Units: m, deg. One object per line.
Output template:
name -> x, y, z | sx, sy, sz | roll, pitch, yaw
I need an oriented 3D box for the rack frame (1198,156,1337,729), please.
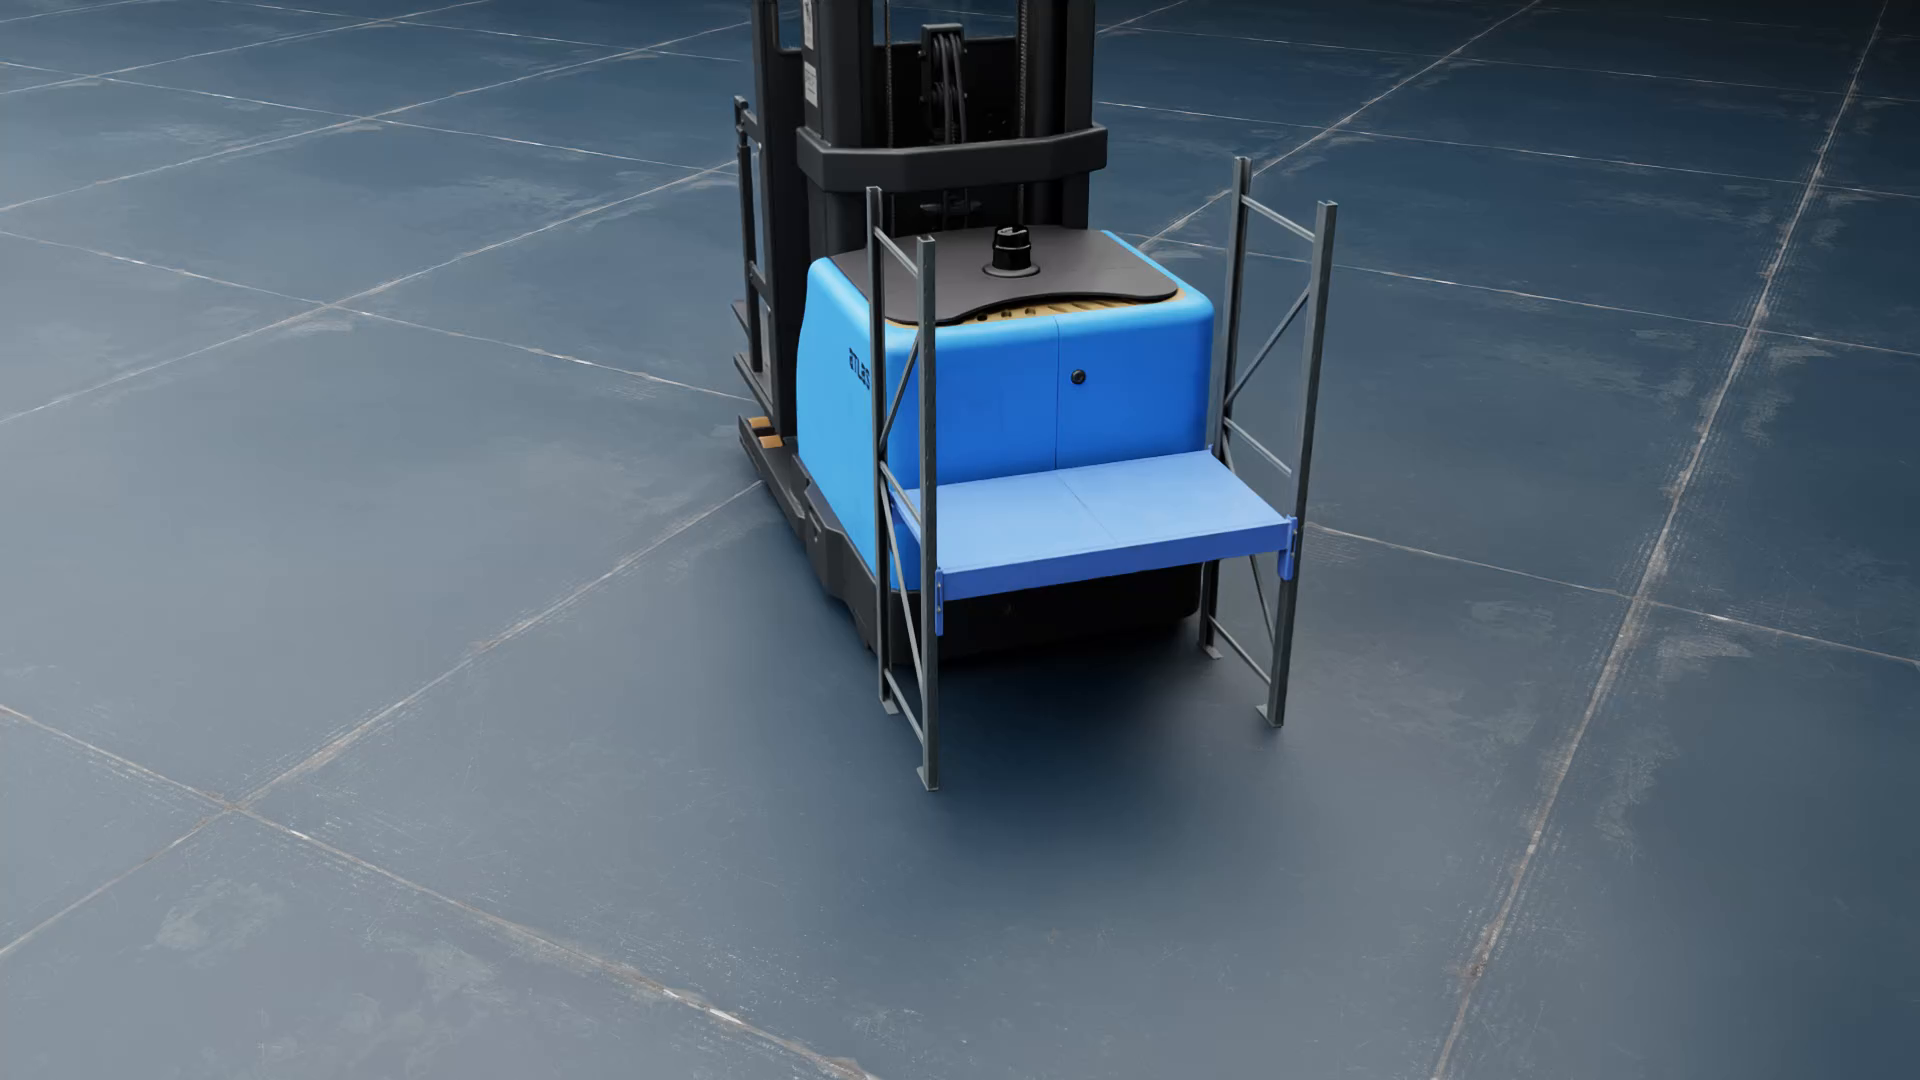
rack frame -> 0.823, -0.247, 4.567 | 0.032, 1.500, 0.500 | -8, 28, -16

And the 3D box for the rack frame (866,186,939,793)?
rack frame -> -0.146, -0.109, 4.290 | 0.032, 1.500, 0.500 | -8, 28, -16

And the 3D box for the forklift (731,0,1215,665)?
forklift -> -0.207, -1.585, 5.642 | 1.130, 2.935, 3.031 | -9, 28, -17

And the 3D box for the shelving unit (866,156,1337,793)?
shelving unit -> 0.339, -0.178, 4.429 | 1.048, 1.500, 0.538 | -8, 28, -16

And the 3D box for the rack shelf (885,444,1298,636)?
rack shelf -> 0.338, -0.017, 4.509 | 1.000, 0.185, 0.538 | -8, 28, -16
